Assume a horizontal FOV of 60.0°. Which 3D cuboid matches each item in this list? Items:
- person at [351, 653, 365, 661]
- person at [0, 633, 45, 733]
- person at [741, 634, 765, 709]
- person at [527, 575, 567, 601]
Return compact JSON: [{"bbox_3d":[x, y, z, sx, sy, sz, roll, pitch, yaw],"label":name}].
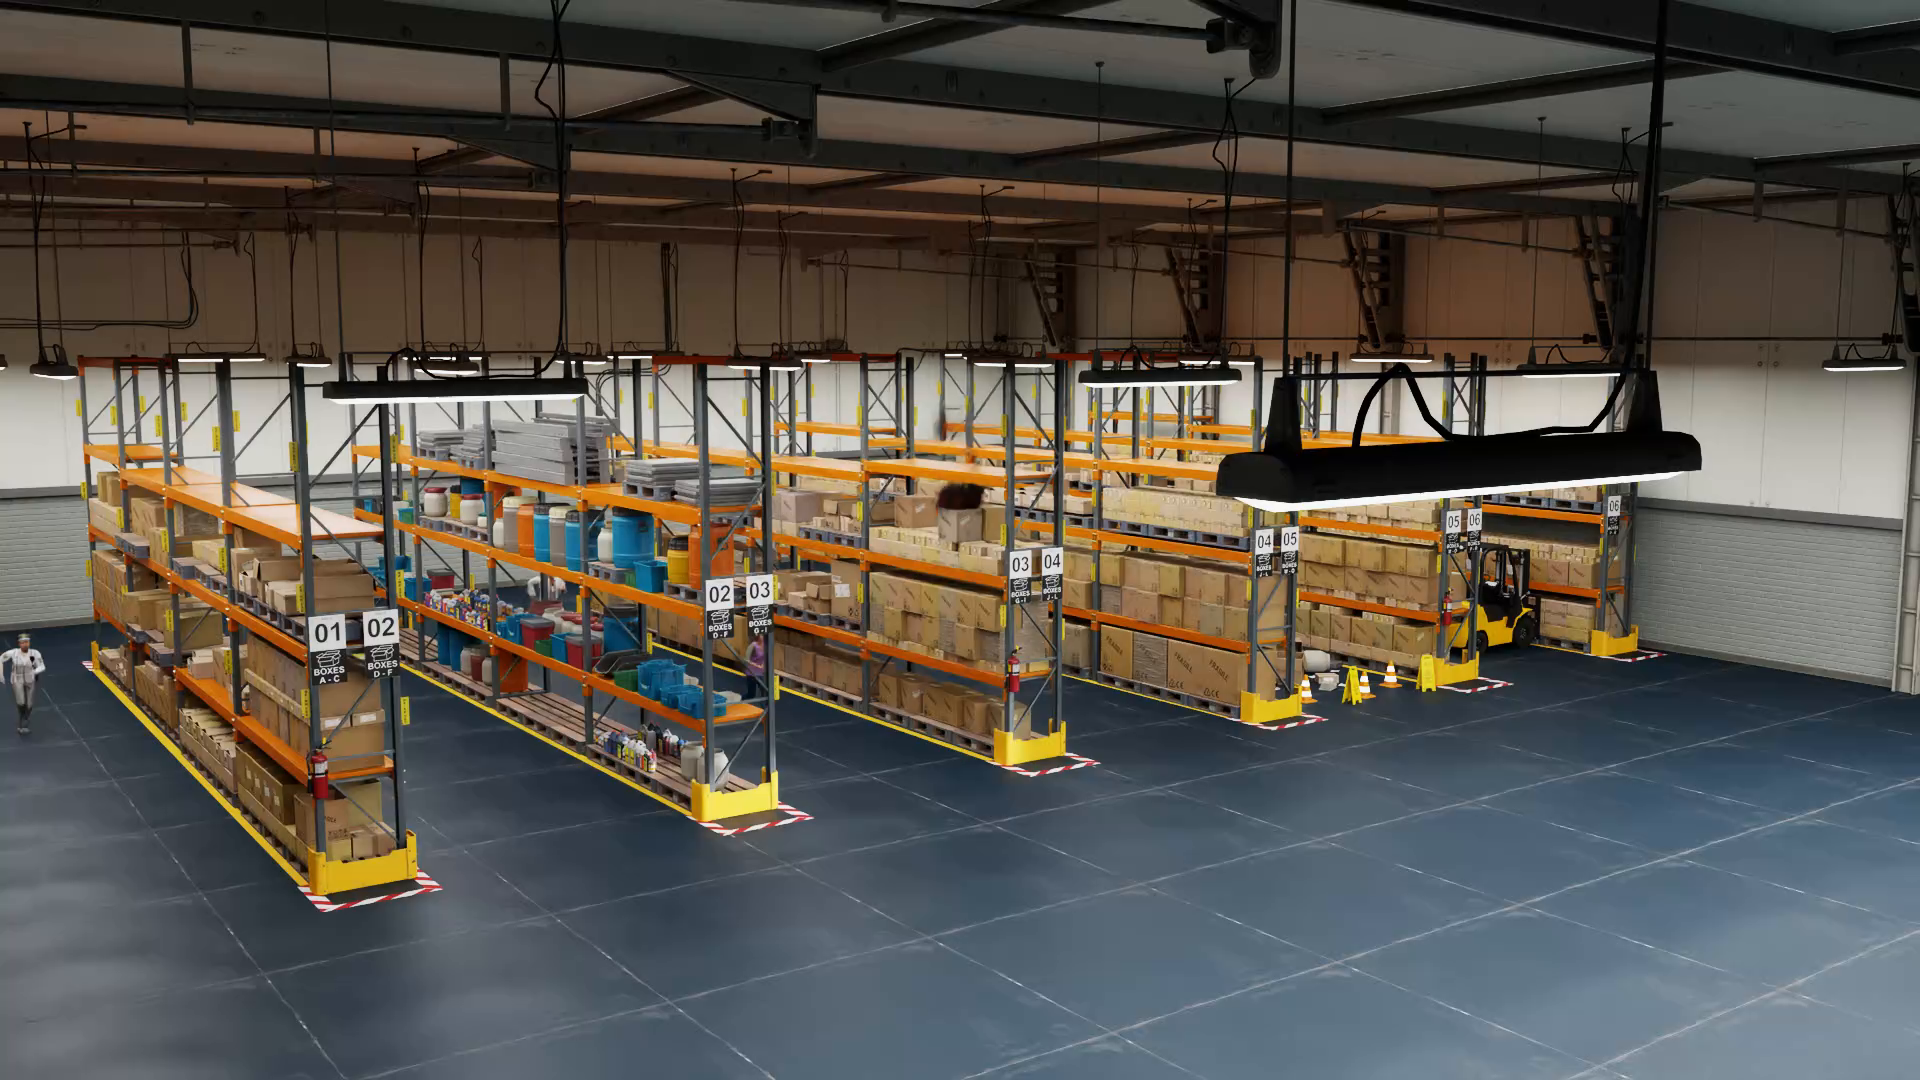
[{"bbox_3d":[-10.273,2.057,28.234,0.714,1.733,0.764,-6,9,-42],"label":"person"},{"bbox_3d":[-14.962,2.295,26.556,0.651,1.643,0.669,-5,9,-36],"label":"person"},{"bbox_3d":[-3.385,2.231,27.377,0.921,1.592,0.564,5,8,34],"label":"person"},{"bbox_3d":[-8.372,1.385,33.742,1.016,1.775,0.694,6,9,42],"label":"person"}]
